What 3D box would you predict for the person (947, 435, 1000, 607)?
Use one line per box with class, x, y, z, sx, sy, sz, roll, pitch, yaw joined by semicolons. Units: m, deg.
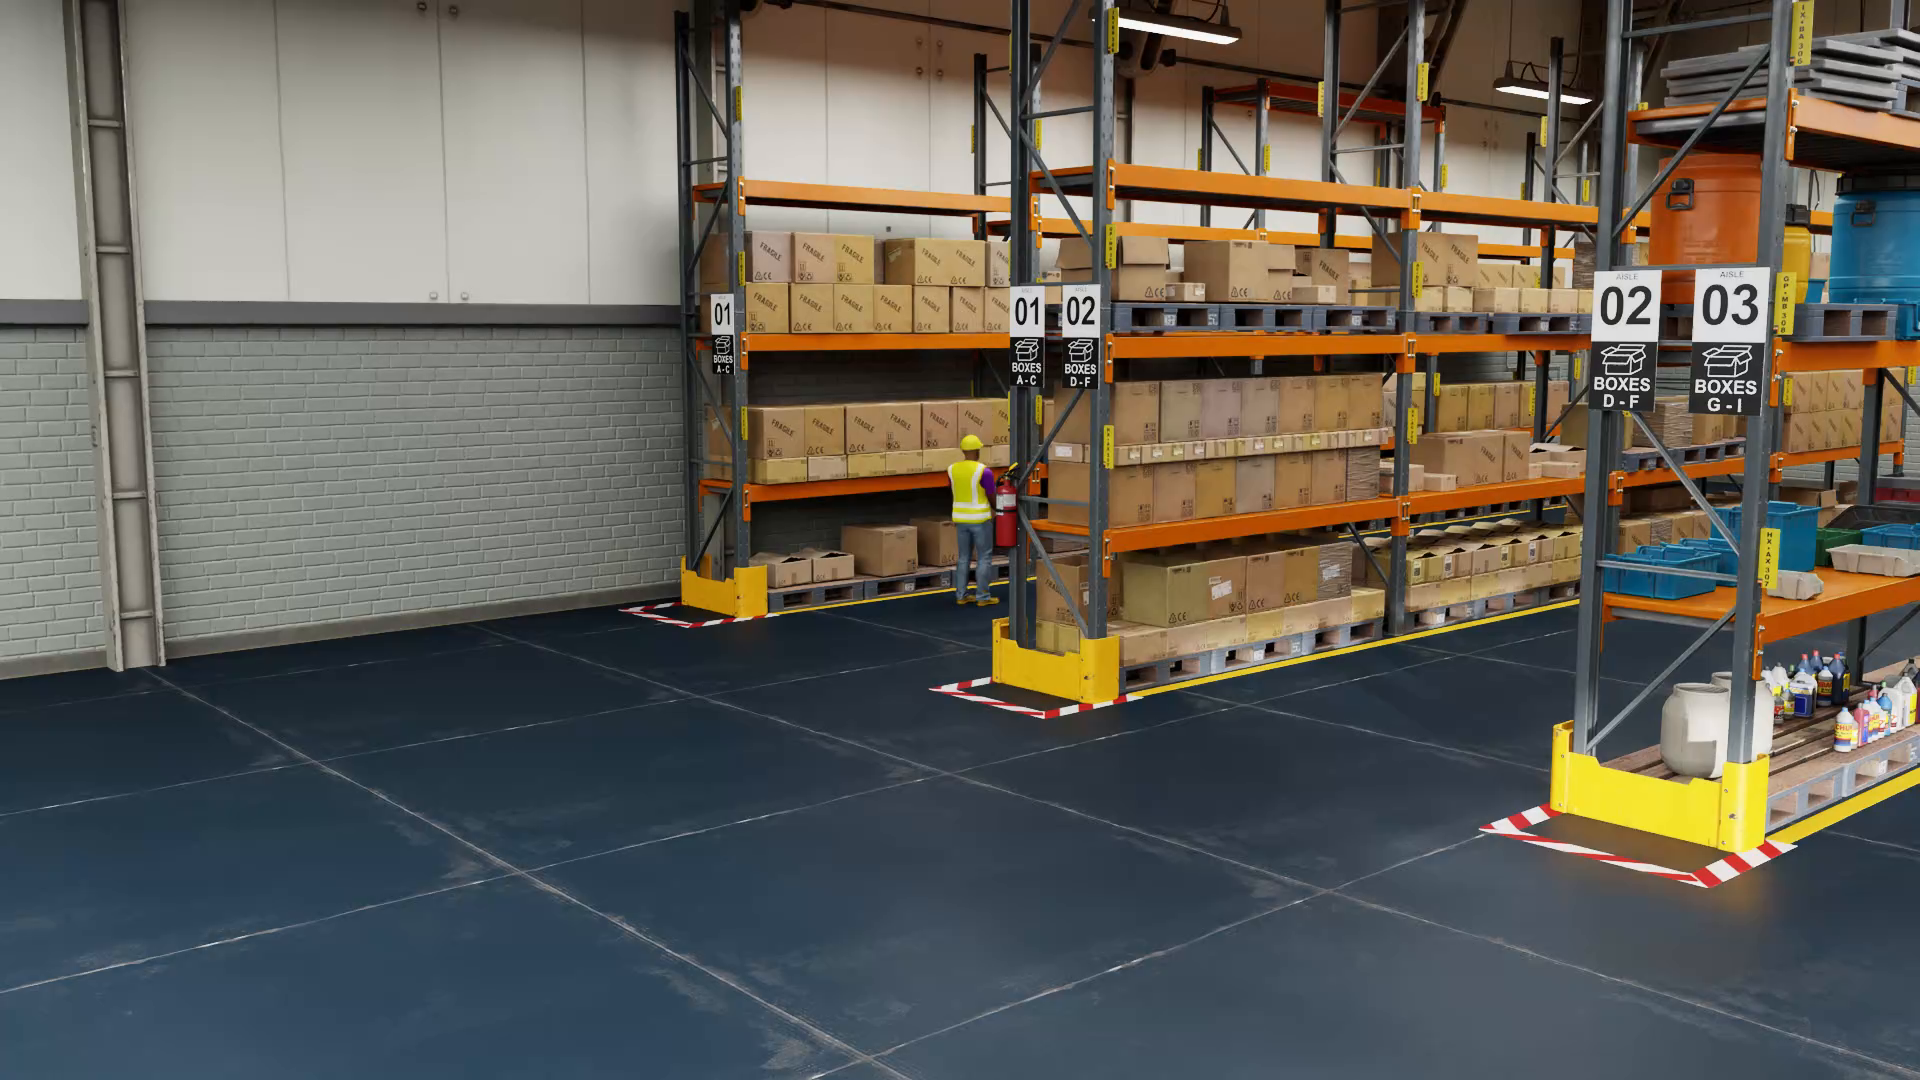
person;0.179;-0.211;17.316;0.548;1.770;0.541;5;9;35
